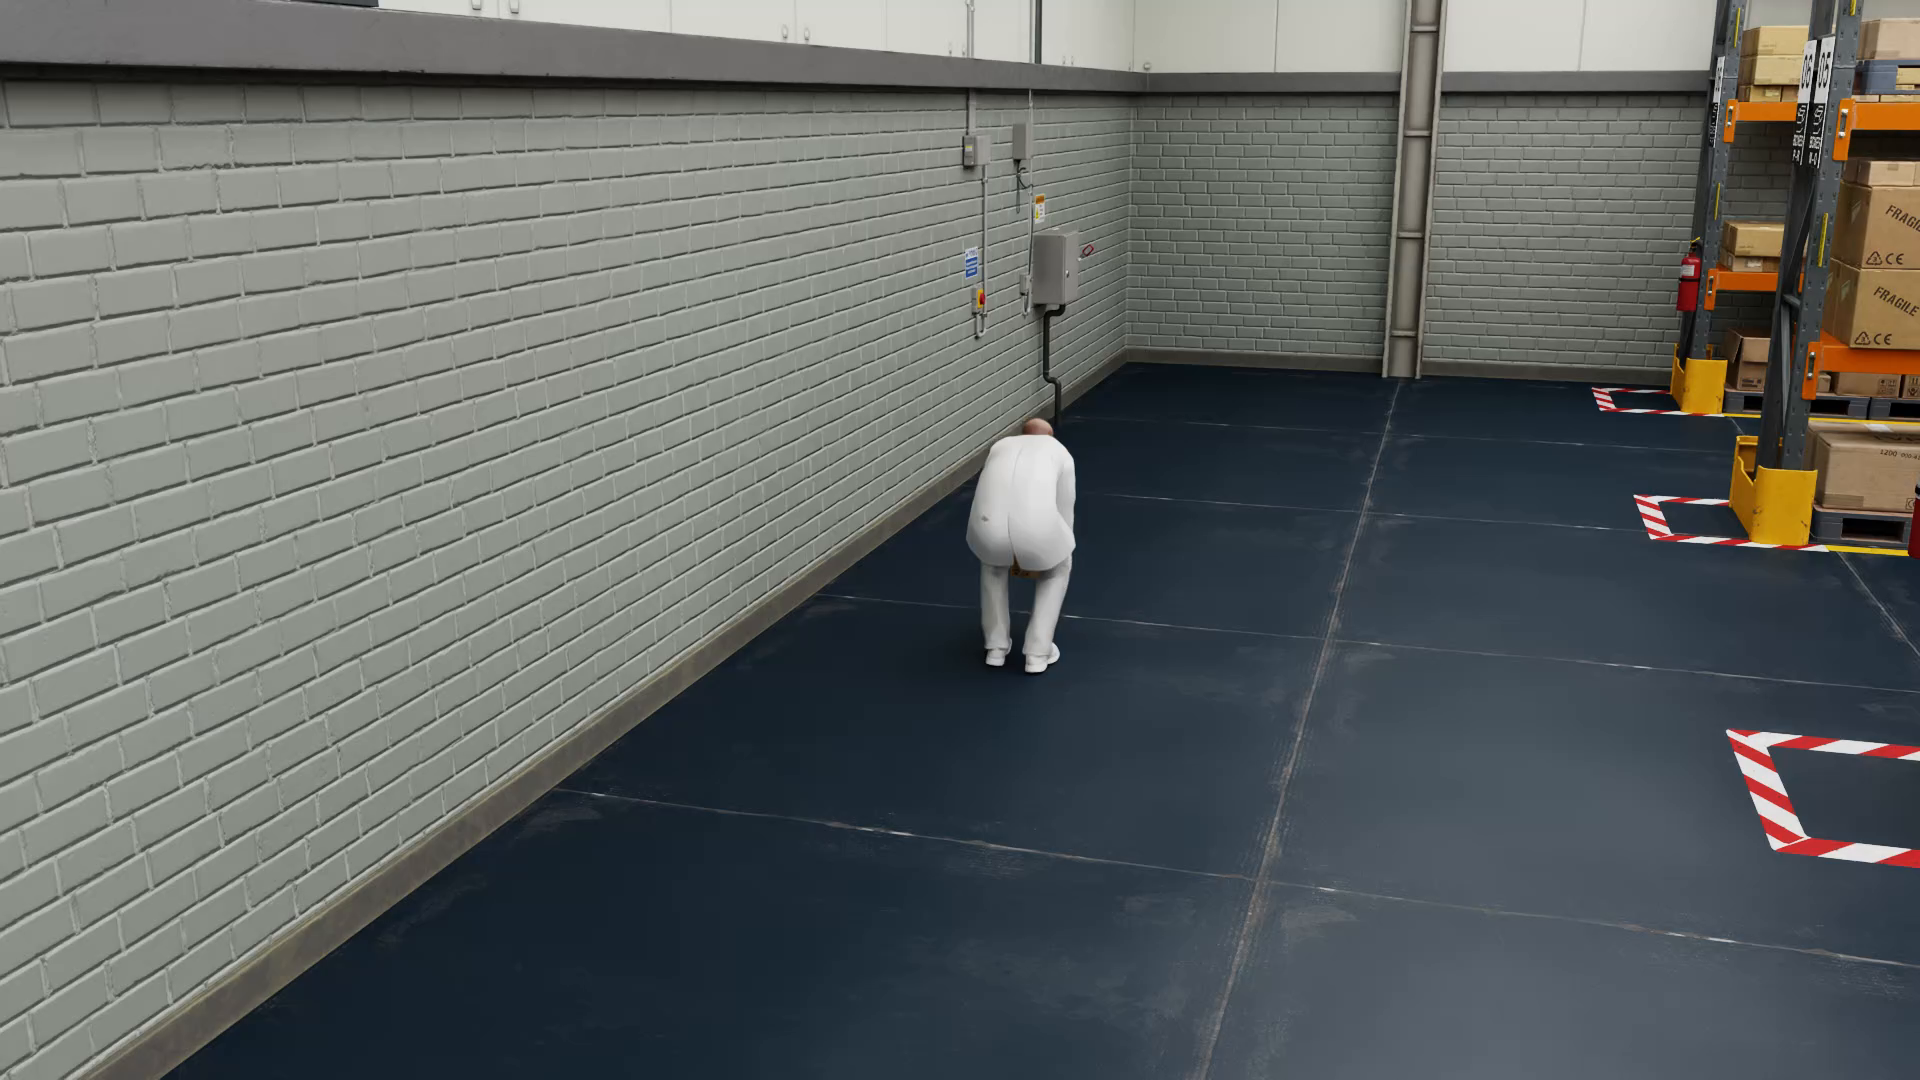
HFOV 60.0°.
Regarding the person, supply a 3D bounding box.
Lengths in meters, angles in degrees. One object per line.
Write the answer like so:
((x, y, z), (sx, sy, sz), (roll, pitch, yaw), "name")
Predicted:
((0.347, 0.032, 8.647), (0.573, 1.152, 0.930), (4, 15, 13), "person")
